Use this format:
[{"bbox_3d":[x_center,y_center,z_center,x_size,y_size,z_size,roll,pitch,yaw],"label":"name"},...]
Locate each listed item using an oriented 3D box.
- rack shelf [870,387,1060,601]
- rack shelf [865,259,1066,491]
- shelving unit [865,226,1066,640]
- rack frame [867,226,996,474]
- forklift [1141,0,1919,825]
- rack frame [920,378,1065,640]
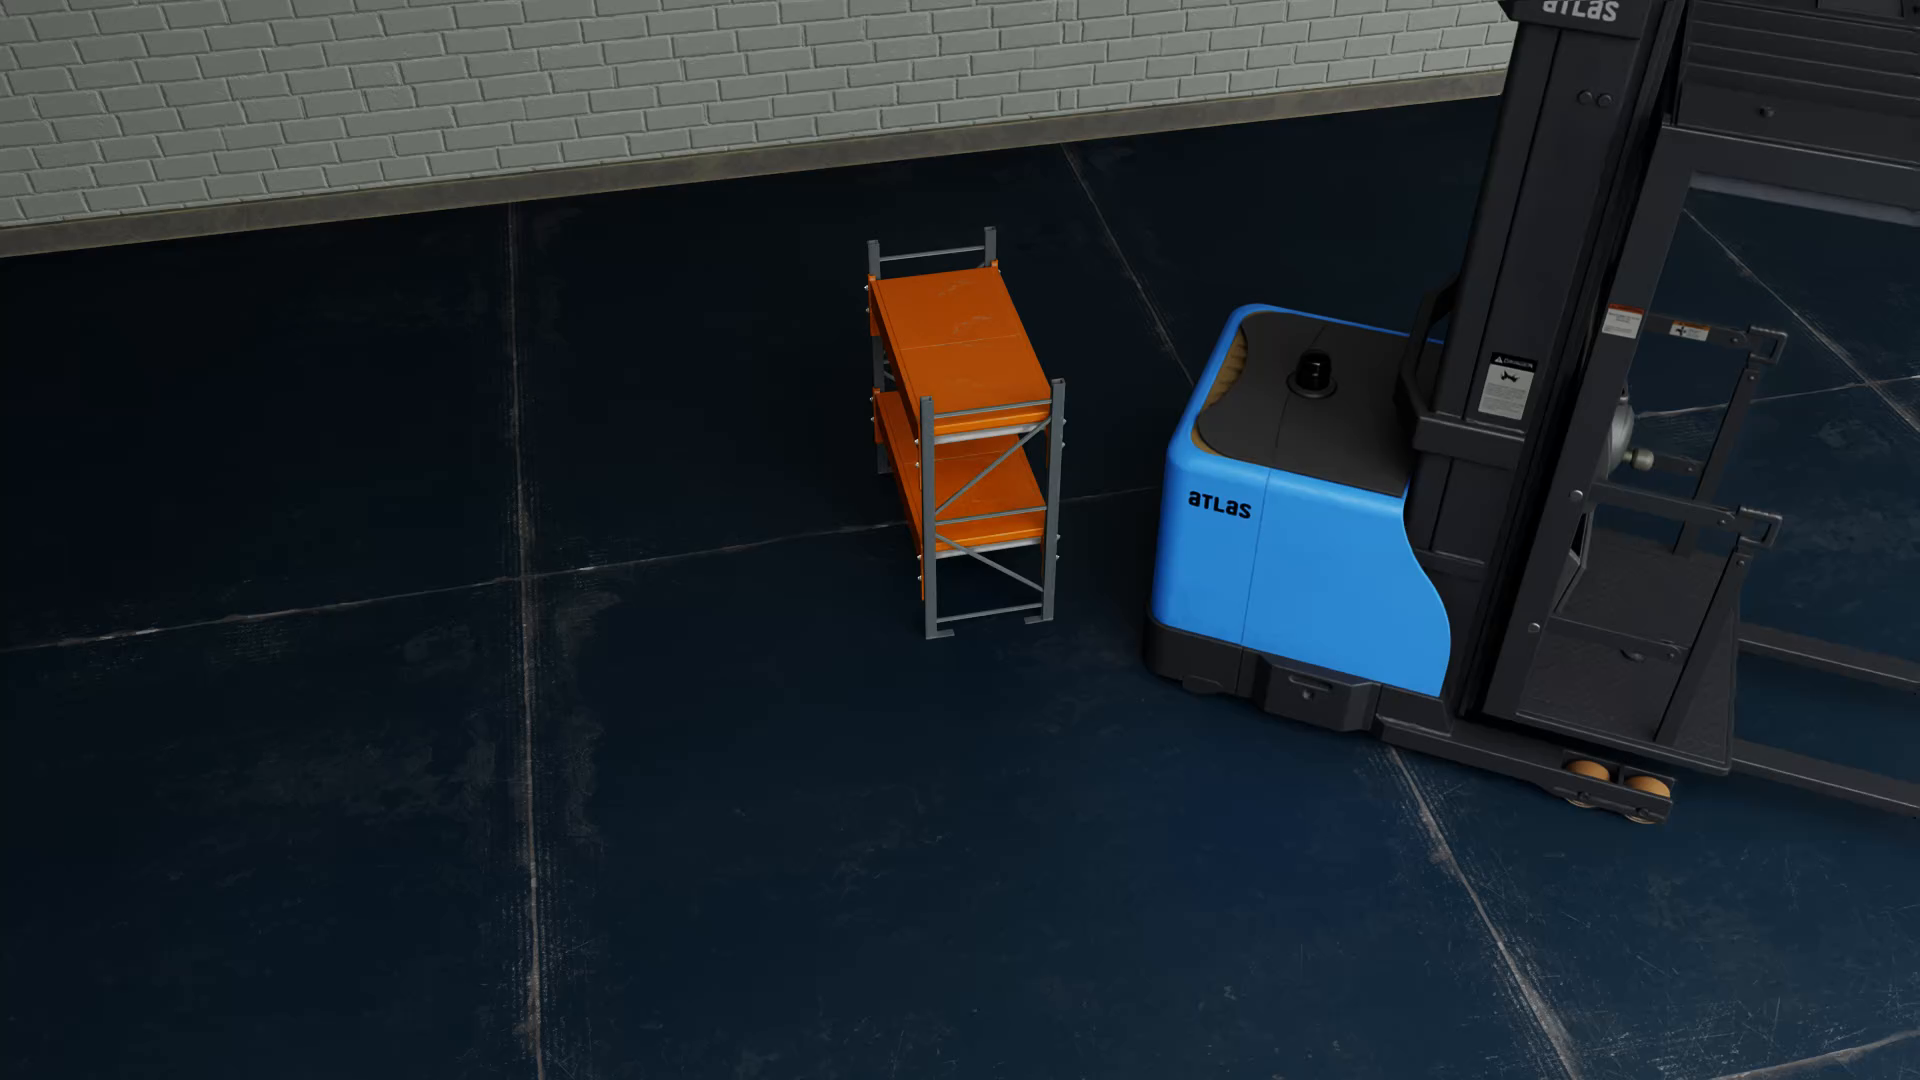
[{"bbox_3d":[0.001,-0.233,6.534,0.538,0.278,1.000,-8,42,-9],"label":"rack shelf"},{"bbox_3d":[0.001,-0.635,6.177,0.538,0.278,1.000,-8,42,-9],"label":"rack shelf"},{"bbox_3d":[0.001,-0.416,6.372,0.538,1.125,1.048,-8,42,-9],"label":"shelving unit"},{"bbox_3d":[-0.108,-0.746,6.743,0.500,1.125,0.032,-8,42,-9],"label":"rack frame"},{"bbox_3d":[2.242,-0.532,5.142,3.031,2.935,1.130,14,44,16],"label":"forklift"},{"bbox_3d":[0.111,-0.087,6.000,0.500,1.125,0.032,-8,42,-9],"label":"rack frame"}]
